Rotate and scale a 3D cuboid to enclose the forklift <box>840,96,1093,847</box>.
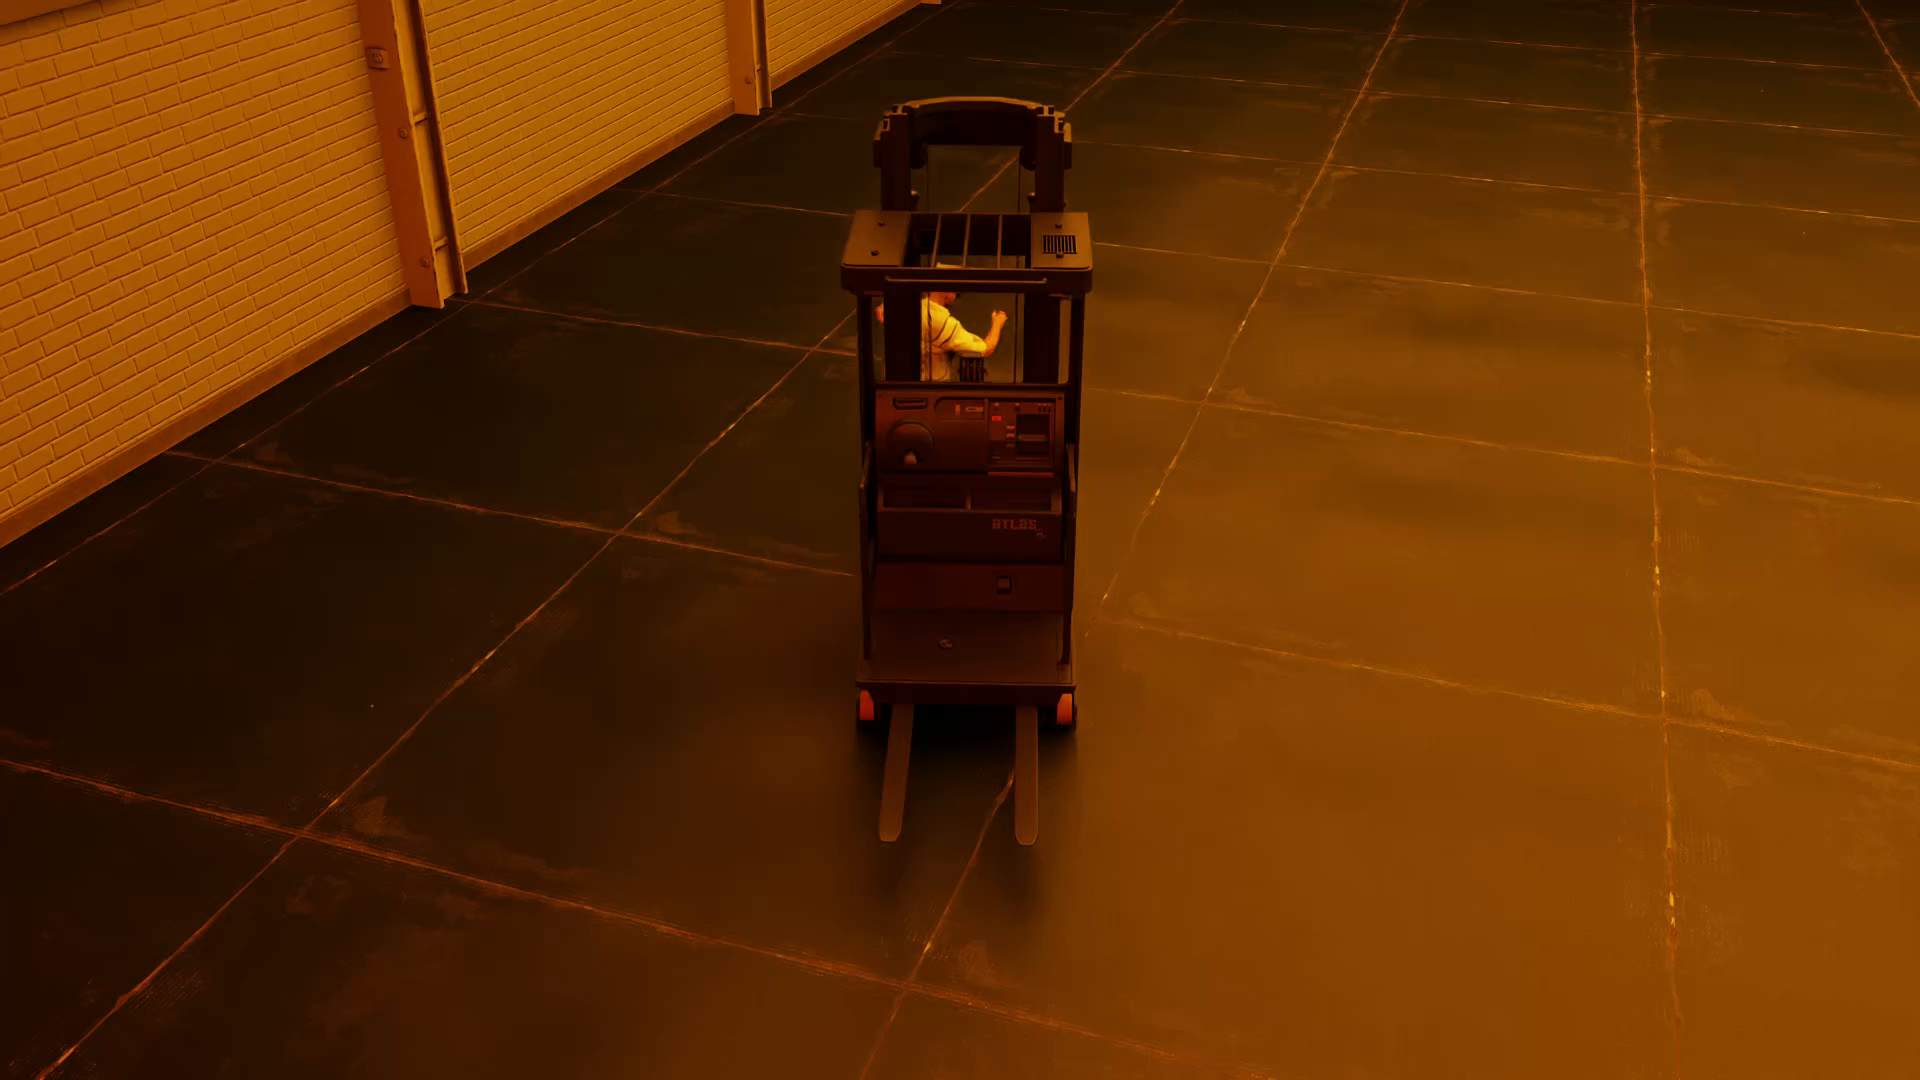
[{"bbox_3d":[0.042,-0.495,8.004,1.130,2.935,3.031,1,30,2],"label":"forklift"}]

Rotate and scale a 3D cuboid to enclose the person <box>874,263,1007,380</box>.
[{"bbox_3d":[-0.096,-1.065,10.440,0.916,1.498,0.829,19,35,30],"label":"person"}]
